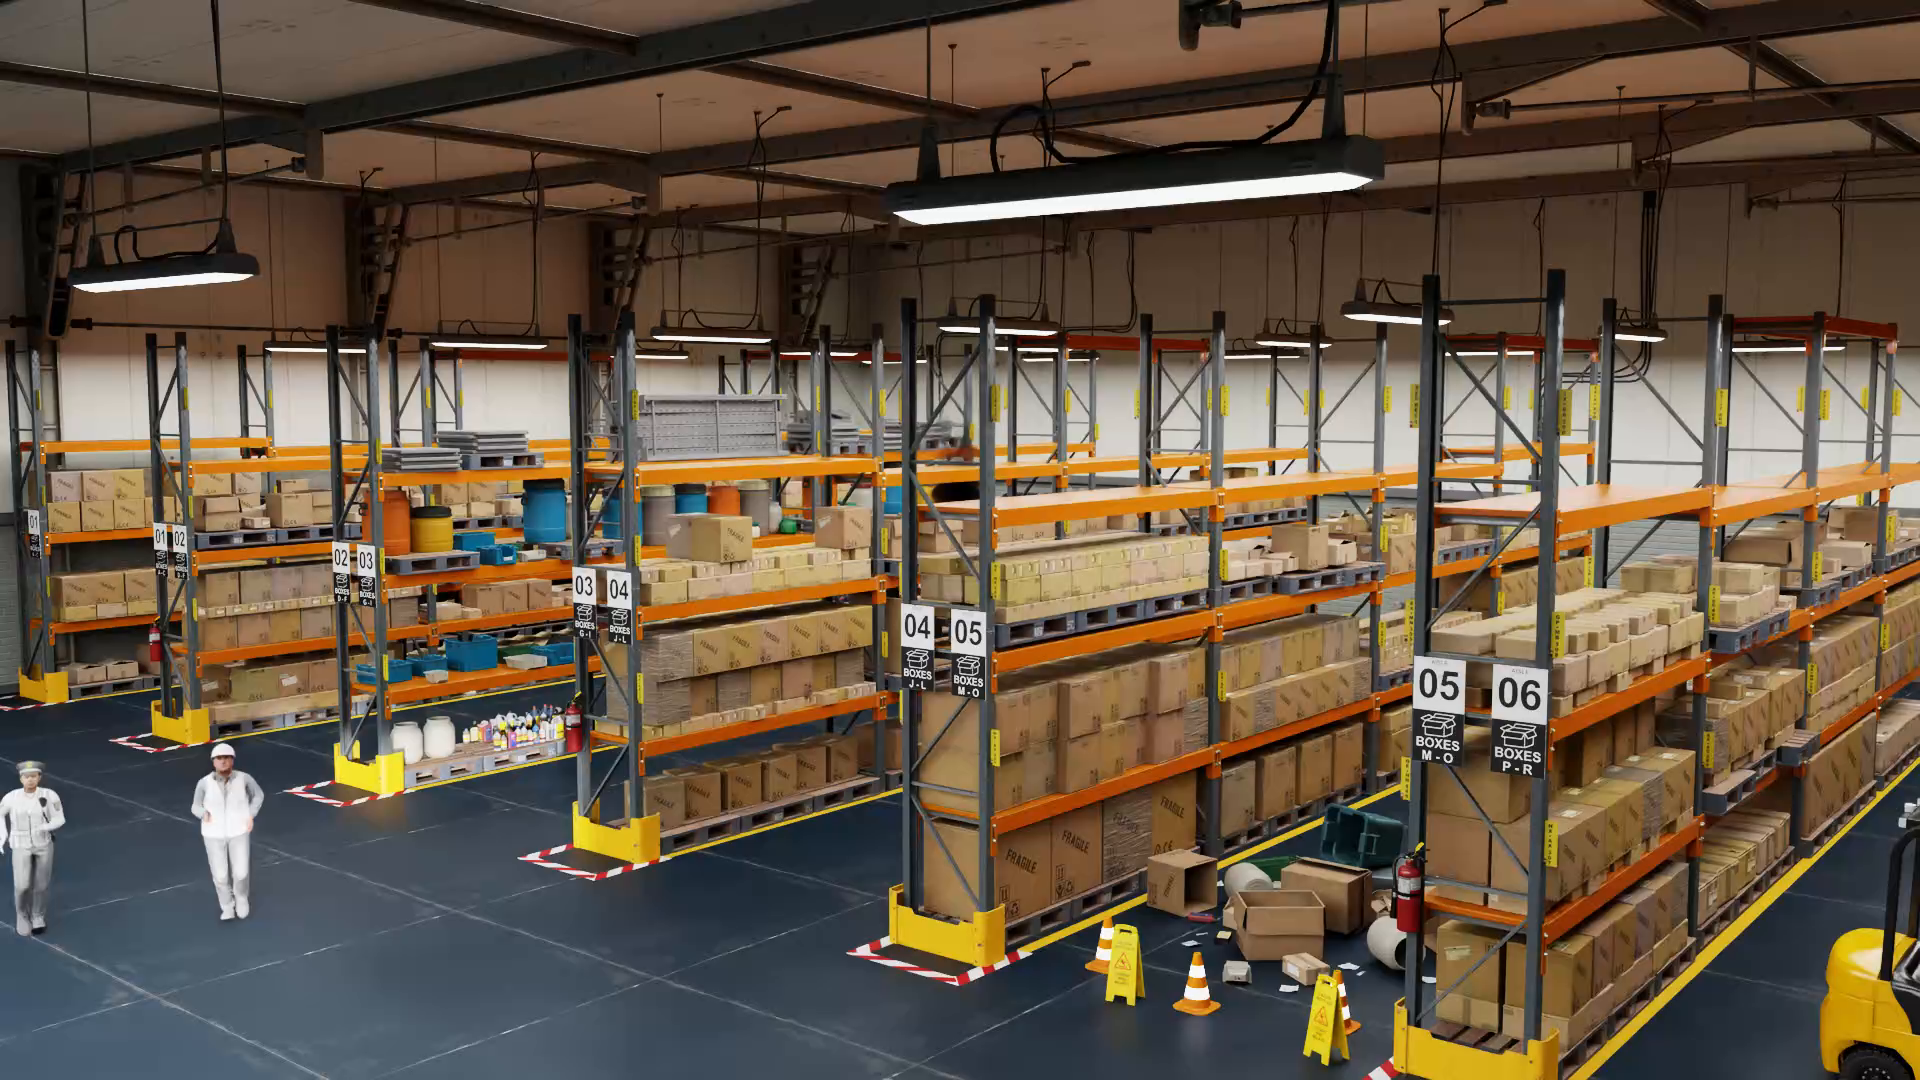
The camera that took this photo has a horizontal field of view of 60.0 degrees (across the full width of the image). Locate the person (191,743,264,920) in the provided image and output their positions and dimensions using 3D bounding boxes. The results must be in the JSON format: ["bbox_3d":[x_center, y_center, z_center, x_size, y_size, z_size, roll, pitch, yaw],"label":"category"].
[{"bbox_3d":[-7.080,2.845,16.078,0.645,1.739,0.604,-2,5,-20],"label":"person"}]

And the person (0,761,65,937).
[{"bbox_3d":[-8.760,2.909,15.687,0.582,1.672,0.628,-3,6,-32],"label":"person"}]

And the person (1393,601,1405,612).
[{"bbox_3d":[7.231,1.862,27.165,0.661,1.768,0.673,5,7,44],"label":"person"}]
